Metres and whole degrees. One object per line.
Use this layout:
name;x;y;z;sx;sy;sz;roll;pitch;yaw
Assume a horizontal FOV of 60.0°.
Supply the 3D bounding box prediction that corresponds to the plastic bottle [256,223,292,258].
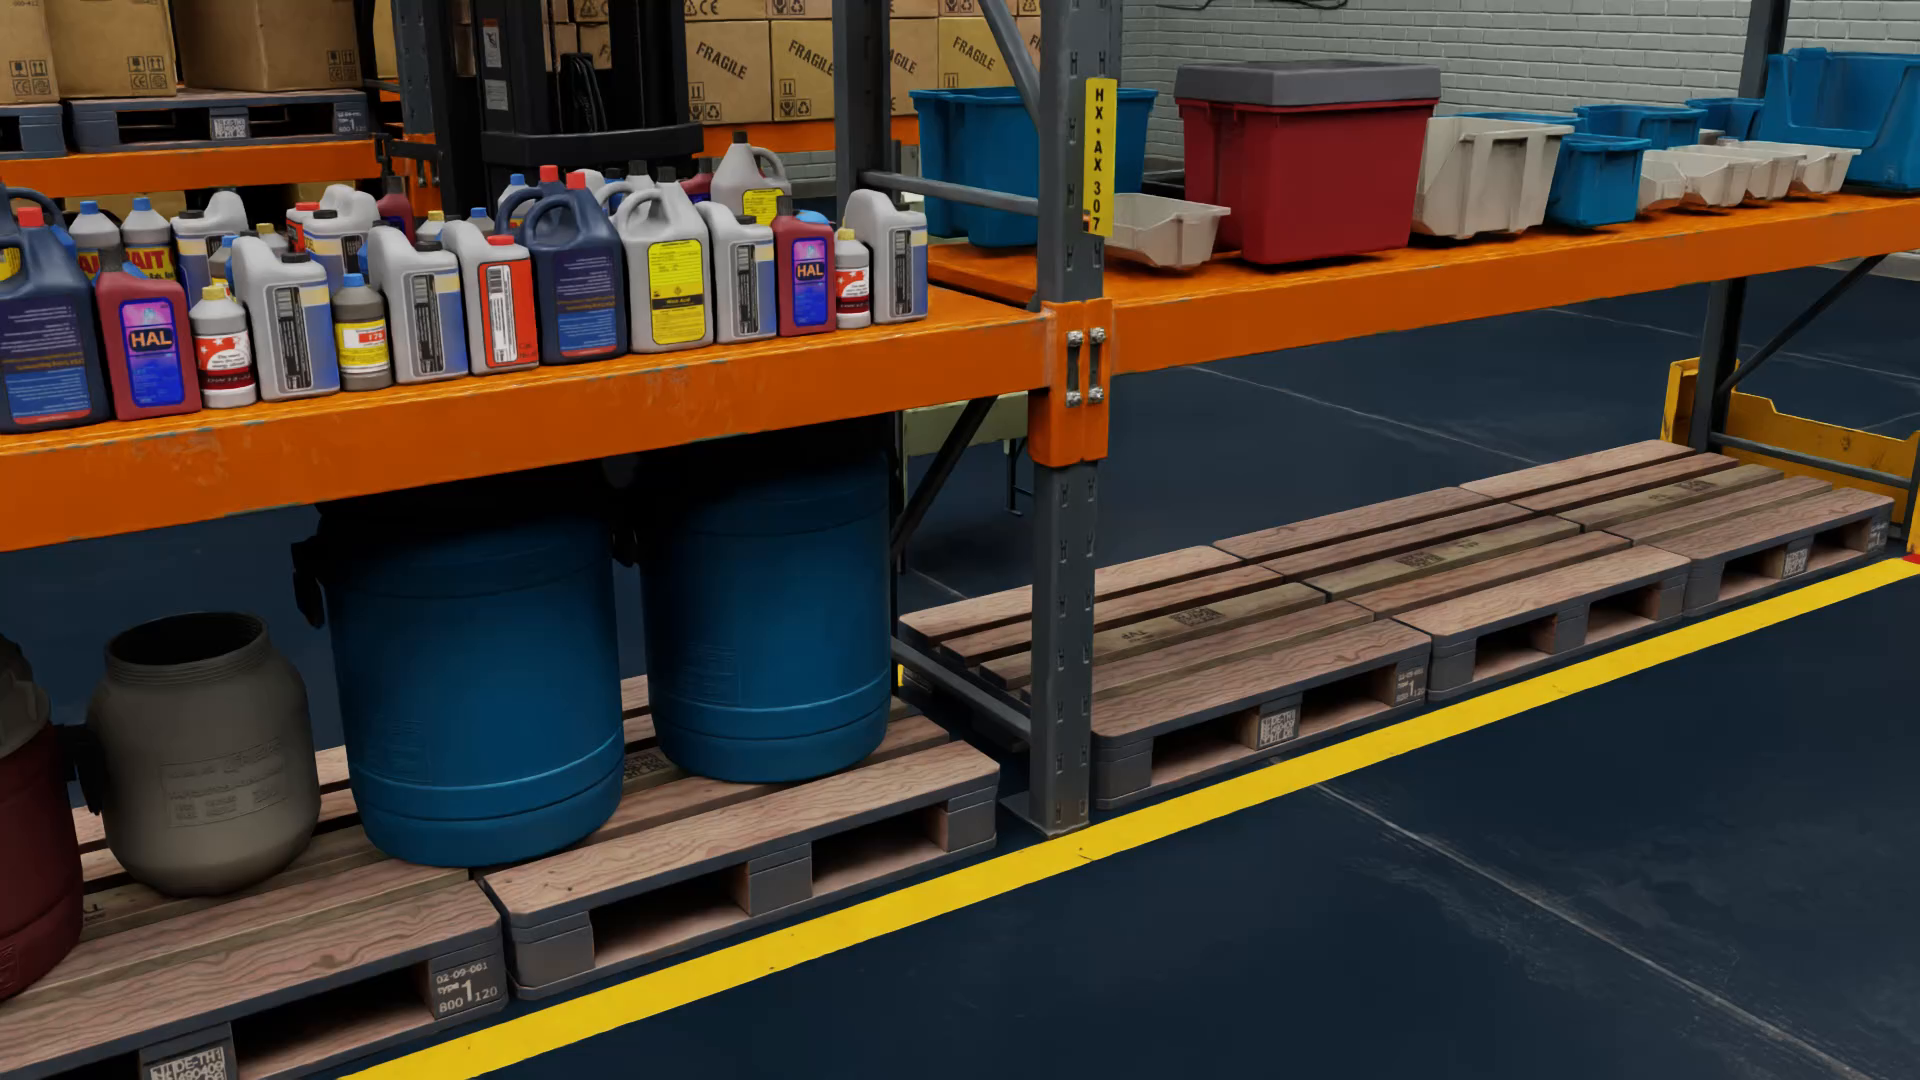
plastic bottle;-1.486;-0.579;3.585;0.097;0.201;0.097;0;19;0

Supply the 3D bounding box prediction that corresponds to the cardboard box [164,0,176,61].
cardboard box;-5.700;-3.528;11.346;0.500;0.500;0.500;-12;22;-32

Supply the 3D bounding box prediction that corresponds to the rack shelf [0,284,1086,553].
rack shelf;-1.675;-0.136;3.088;4.000;0.370;1.077;-12;22;-31

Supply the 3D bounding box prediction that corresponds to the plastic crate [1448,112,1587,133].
plastic crate;1.849;-1.296;5.562;0.300;0.233;0.416;-12;22;-31

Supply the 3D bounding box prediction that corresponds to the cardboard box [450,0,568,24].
cardboard box;-2.177;-2.684;7.782;0.500;0.500;0.500;-11;22;-30

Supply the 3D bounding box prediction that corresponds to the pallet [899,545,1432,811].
pallet;0.588;0.352;4.875;1.213;0.211;1.003;-12;22;-31

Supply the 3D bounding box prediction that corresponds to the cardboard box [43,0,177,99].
cardboard box;-3.784;-2.240;7.374;0.500;0.500;0.700;-8;20;-23

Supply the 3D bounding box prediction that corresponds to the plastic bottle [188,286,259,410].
plastic bottle;-1.270;-0.334;2.859;0.097;0.201;0.097;0;19;0

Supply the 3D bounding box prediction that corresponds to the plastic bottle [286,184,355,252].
plastic bottle;-1.374;-0.628;3.612;0.135;0.276;0.152;-12;22;-31

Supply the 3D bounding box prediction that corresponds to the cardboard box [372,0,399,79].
cardboard box;-4.379;-3.840;12.450;0.700;0.700;0.980;-13;22;-33

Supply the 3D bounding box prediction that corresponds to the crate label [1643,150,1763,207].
crate label;2.286;-1.143;5.259;0.243;0.136;0.396;-12;22;-31

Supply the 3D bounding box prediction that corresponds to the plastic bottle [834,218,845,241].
plastic bottle;-0.240;-0.609;3.674;0.097;0.201;0.097;0;19;0

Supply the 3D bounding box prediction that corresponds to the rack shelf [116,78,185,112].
rack shelf;-7.124;-2.786;10.926;4.000;0.370;1.077;-12;22;-31

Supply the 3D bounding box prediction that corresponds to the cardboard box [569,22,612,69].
cardboard box;-1.724;-2.310;8.239;0.500;0.500;0.500;-11;22;-30

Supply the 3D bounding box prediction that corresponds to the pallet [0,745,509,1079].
pallet;-1.692;0.833;3.453;1.213;0.211;1.003;-12;22;-31

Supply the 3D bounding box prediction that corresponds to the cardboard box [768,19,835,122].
cardboard box;-0.881;-2.488;8.764;0.500;0.500;0.500;-12;22;-32

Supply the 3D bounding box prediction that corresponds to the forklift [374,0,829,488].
forklift;-1.979;-1.929;7.375;3.031;2.935;1.130;15;24;38

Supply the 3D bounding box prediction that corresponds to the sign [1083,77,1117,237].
sign;0.296;-0.813;3.534;0.005;0.325;0.100;-12;22;-31

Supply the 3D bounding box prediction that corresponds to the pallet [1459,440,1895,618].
pallet;2.626;-0.078;6.146;1.213;0.211;1.003;-12;22;-31

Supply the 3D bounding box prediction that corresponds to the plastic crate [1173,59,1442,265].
plastic crate;0.879;-0.978;4.261;0.583;0.464;0.402;-12;22;-31

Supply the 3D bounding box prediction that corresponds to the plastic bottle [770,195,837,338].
plastic bottle;-0.324;-0.565;3.415;0.133;0.283;0.061;-12;22;-31

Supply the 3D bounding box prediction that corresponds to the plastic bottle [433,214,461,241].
plastic bottle;-0.966;-0.489;3.210;0.097;0.271;0.097;0;19;0

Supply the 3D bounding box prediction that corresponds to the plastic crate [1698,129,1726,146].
plastic crate;2.635;-1.448;6.161;0.298;0.136;0.250;-12;22;-31

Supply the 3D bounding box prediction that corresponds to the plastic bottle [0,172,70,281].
plastic bottle;-1.866;-0.561;3.298;0.185;0.351;0.144;-12;22;-31

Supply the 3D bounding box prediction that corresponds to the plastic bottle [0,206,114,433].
plastic bottle;-1.512;-0.363;2.711;0.185;0.351;0.144;-12;22;-31

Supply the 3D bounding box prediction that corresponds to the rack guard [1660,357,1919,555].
rack guard;3.349;-0.358;6.522;0.348;0.500;1.175;-12;22;-31

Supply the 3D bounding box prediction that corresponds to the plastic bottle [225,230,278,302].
plastic bottle;-1.272;-0.425;3.019;0.097;0.271;0.097;0;19;0

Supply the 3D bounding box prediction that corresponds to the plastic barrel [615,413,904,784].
plastic barrel;-0.468;0.057;4.013;0.708;0.901;0.600;-12;22;-31

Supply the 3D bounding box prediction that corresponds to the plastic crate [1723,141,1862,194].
plastic crate;2.755;-1.245;5.563;0.243;0.136;0.396;-12;22;-31

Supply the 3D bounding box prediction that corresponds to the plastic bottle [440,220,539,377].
plastic bottle;-0.882;-0.462;3.120;0.135;0.276;0.152;-12;22;-31

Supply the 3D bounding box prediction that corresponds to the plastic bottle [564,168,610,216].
plastic bottle;-0.906;-0.727;3.904;0.135;0.276;0.152;-12;22;-31

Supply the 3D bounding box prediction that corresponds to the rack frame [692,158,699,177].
rack frame;-2.112;-4.184;13.937;0.127;3.000;1.000;-12;22;-31

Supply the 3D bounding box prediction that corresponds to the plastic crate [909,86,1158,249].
plastic crate;0.198;-1.024;4.521;0.575;0.384;0.392;-12;22;-31

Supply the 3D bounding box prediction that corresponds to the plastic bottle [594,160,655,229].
plastic bottle;-0.672;-0.595;3.399;0.185;0.351;0.144;-12;22;-31

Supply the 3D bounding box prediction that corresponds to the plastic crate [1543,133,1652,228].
plastic crate;1.762;-1.053;4.843;0.300;0.233;0.416;-12;22;-31

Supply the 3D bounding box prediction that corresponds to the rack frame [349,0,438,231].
rack frame;-2.726;-2.155;7.936;0.127;3.000;1.000;-12;22;-31

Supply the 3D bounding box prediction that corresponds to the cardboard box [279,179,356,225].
cardboard box;-4.772;-2.598;12.494;0.500;0.500;0.700;-12;22;-31

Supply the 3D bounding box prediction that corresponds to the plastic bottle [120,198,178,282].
plastic bottle;-1.680;-0.572;3.453;0.097;0.271;0.097;0;19;0

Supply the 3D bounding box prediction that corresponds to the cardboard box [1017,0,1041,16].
cardboard box;0.395;-3.229;9.394;0.500;0.500;0.500;-12;22;-32

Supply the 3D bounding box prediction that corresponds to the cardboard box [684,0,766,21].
cardboard box;-1.317;-2.865;8.319;0.500;0.500;0.500;-13;22;-33

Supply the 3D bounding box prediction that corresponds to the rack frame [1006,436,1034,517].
rack frame;0.300;-0.774;6.192;0.023;1.500;0.400;-12;22;-31

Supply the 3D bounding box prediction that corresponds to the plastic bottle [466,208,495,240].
plastic bottle;-1.099;-0.661;3.826;0.097;0.201;0.097;0;19;0

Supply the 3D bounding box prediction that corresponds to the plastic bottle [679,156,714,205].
plastic bottle;-0.657;-0.800;4.110;0.133;0.283;0.061;-12;22;-31

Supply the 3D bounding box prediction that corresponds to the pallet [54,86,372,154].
pallet;-3.453;-1.952;7.636;1.213;0.211;1.003;-12;22;-31

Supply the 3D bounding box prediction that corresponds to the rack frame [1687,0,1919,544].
rack frame;3.336;-1.534;6.099;0.127;3.000;1.000;-12;22;-31

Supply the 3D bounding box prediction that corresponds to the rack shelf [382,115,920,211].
rack shelf;-1.055;-2.166;9.093;4.000;0.370;1.077;-12;22;-31

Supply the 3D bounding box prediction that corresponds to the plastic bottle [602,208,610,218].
plastic bottle;-0.822;-0.661;3.827;0.097;0.201;0.097;0;19;0

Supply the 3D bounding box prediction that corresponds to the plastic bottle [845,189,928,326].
plastic bottle;-0.156;-0.615;3.573;0.135;0.276;0.152;-12;22;-31

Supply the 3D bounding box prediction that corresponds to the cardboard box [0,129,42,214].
cardboard box;-6.665;-2.353;11.223;0.750;0.750;0.750;-11;22;-30

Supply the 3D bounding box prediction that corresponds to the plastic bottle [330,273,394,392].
plastic bottle;-1.076;-0.375;2.980;0.097;0.201;0.097;0;19;0

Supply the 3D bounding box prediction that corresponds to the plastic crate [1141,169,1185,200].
plastic crate;0.783;-0.997;4.845;0.590;0.125;0.437;-12;22;-31

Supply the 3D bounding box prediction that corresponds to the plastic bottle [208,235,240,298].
plastic bottle;-1.484;-0.522;3.414;0.097;0.201;0.097;0;19;0

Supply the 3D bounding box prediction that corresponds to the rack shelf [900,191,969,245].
rack shelf;-0.006;-1.079;5.876;0.720;0.370;0.431;-12;22;-31

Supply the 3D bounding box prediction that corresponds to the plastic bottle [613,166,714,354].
plastic bottle;-0.592;-0.557;3.285;0.185;0.351;0.144;-12;22;-31

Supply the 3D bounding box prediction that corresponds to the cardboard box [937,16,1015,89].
cardboard box;-0.041;-2.663;9.282;0.500;0.500;0.500;-12;22;-31

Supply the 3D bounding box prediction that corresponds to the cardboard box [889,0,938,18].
cardboard box;-0.457;-3.047;8.856;0.500;0.500;0.500;-11;22;-30

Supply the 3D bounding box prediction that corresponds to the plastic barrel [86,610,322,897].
plastic barrel;-1.580;0.442;3.483;0.421;0.512;0.421;0;19;0

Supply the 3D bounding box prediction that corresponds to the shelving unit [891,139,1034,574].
shelving unit;-0.006;-0.709;6.001;0.755;1.500;0.431;-12;22;-31

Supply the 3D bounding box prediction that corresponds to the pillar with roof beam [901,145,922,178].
pillar with roof beam;2.034;-6.581;11.661;0.400;9.000;9.100;-12;22;-31
